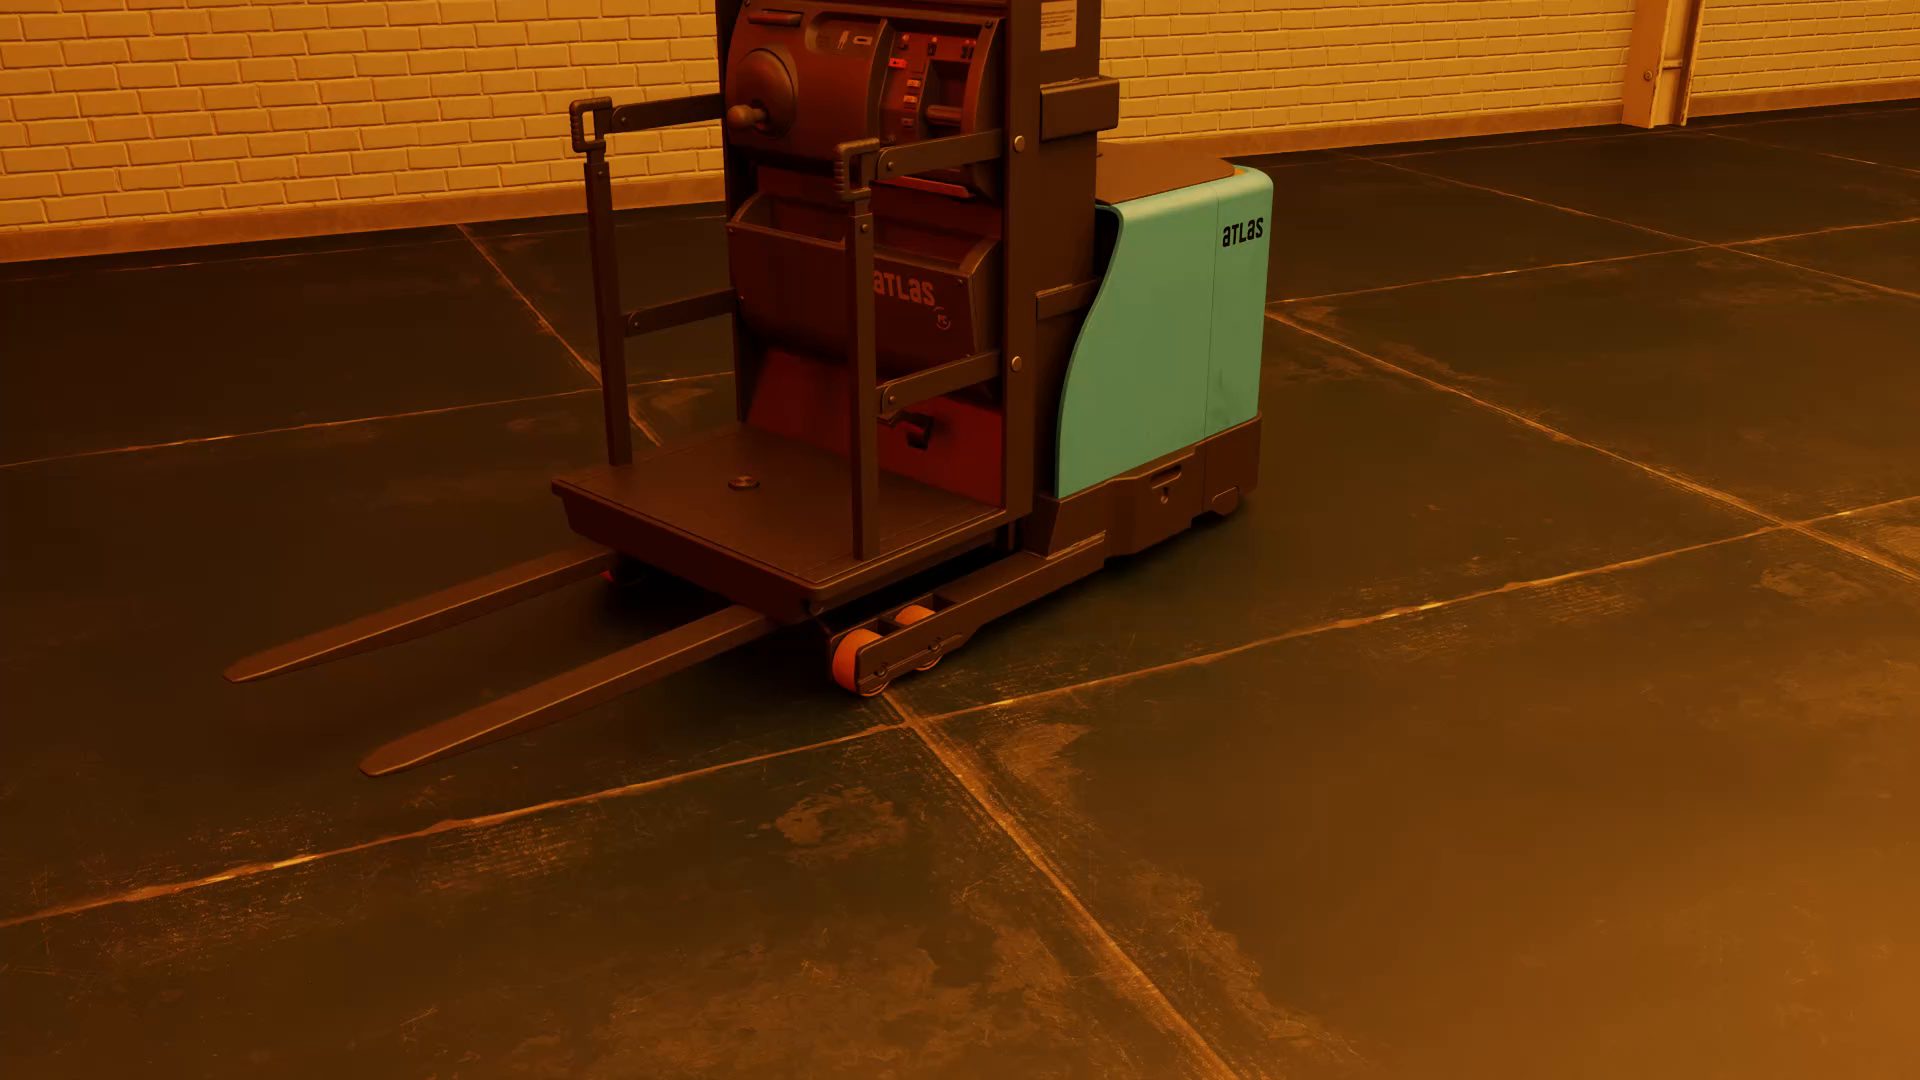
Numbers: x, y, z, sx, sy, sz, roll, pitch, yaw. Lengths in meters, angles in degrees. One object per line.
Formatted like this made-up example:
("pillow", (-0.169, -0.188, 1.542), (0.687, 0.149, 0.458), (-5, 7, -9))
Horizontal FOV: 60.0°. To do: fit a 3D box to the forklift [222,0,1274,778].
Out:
("forklift", (-0.413, -1.182, 4.131), (1.130, 2.935, 3.031), (19, 29, 39))
